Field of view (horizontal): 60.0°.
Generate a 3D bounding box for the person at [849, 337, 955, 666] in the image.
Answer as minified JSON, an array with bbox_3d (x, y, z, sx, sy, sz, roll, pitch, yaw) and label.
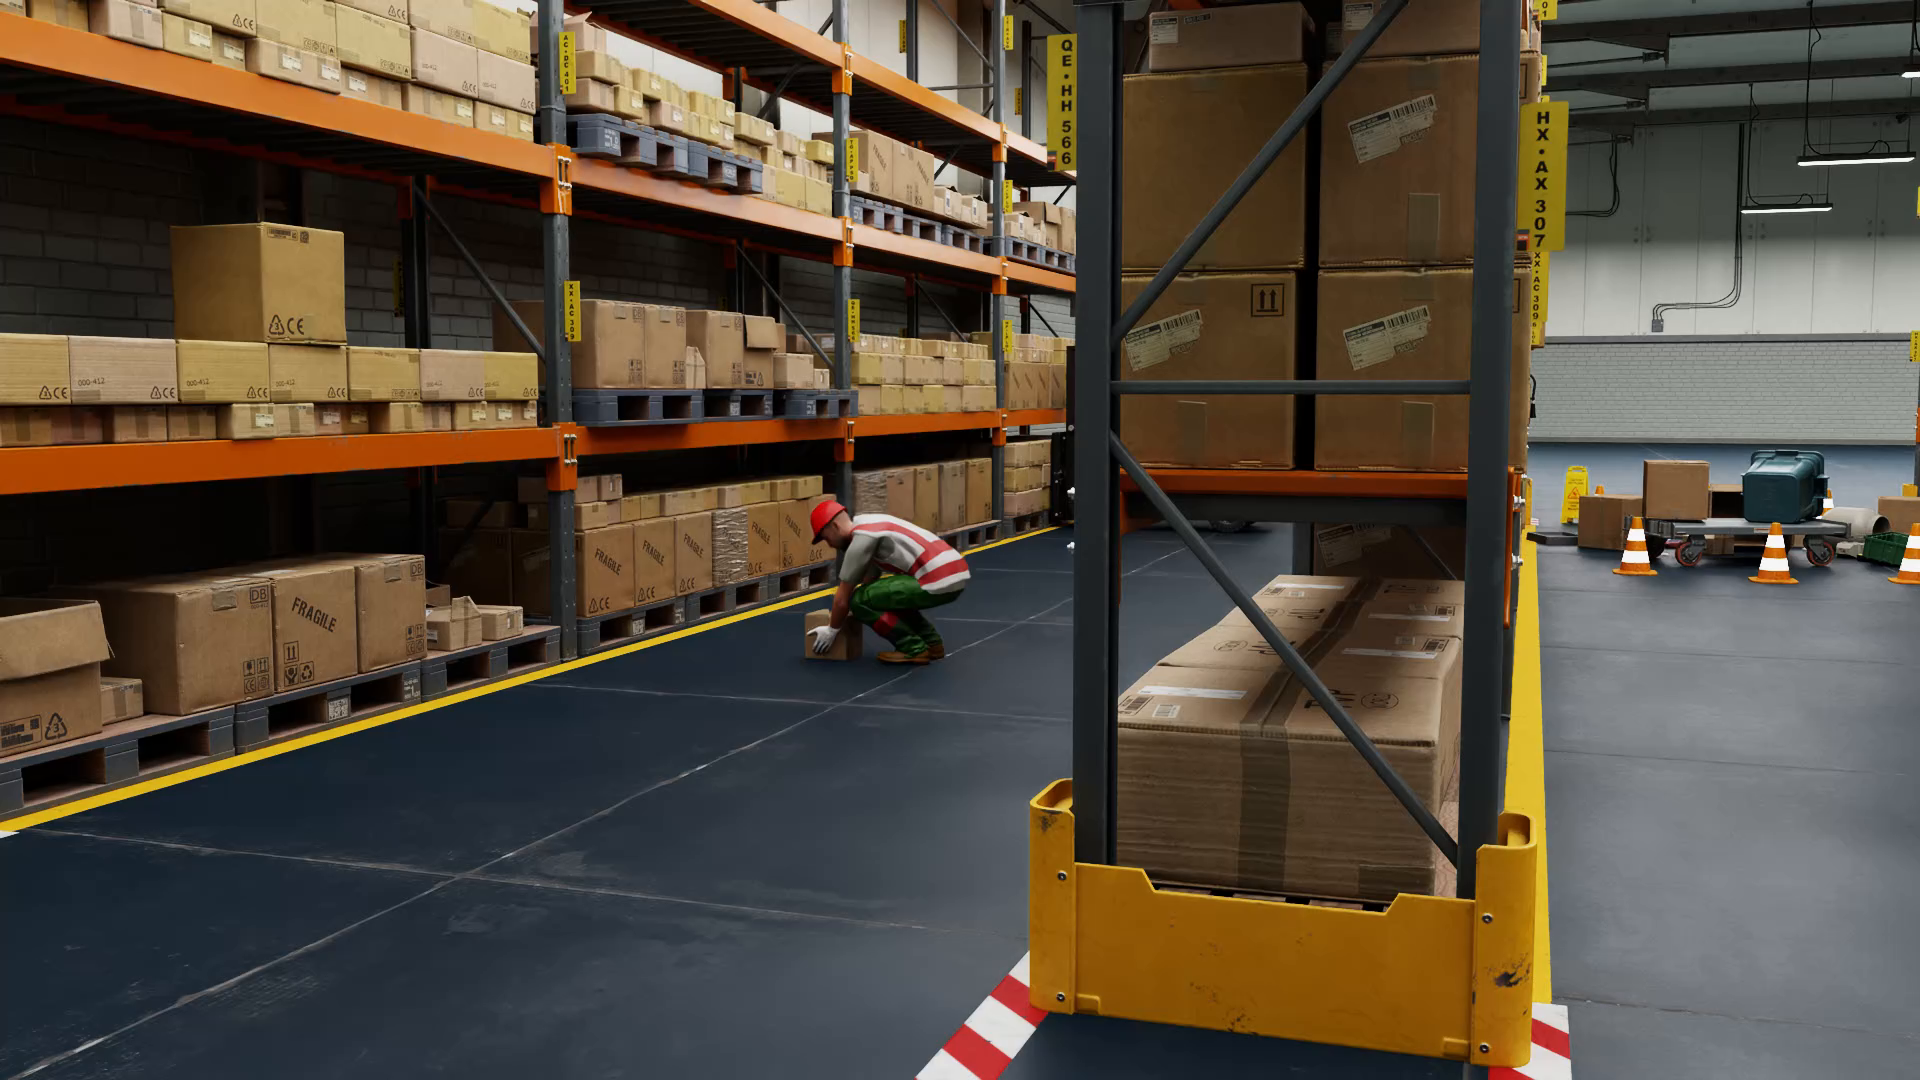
[{"bbox_3d":[-0.310,-0.219,9.219,0.538,1.794,0.522,2,5,18],"label":"person"}]
